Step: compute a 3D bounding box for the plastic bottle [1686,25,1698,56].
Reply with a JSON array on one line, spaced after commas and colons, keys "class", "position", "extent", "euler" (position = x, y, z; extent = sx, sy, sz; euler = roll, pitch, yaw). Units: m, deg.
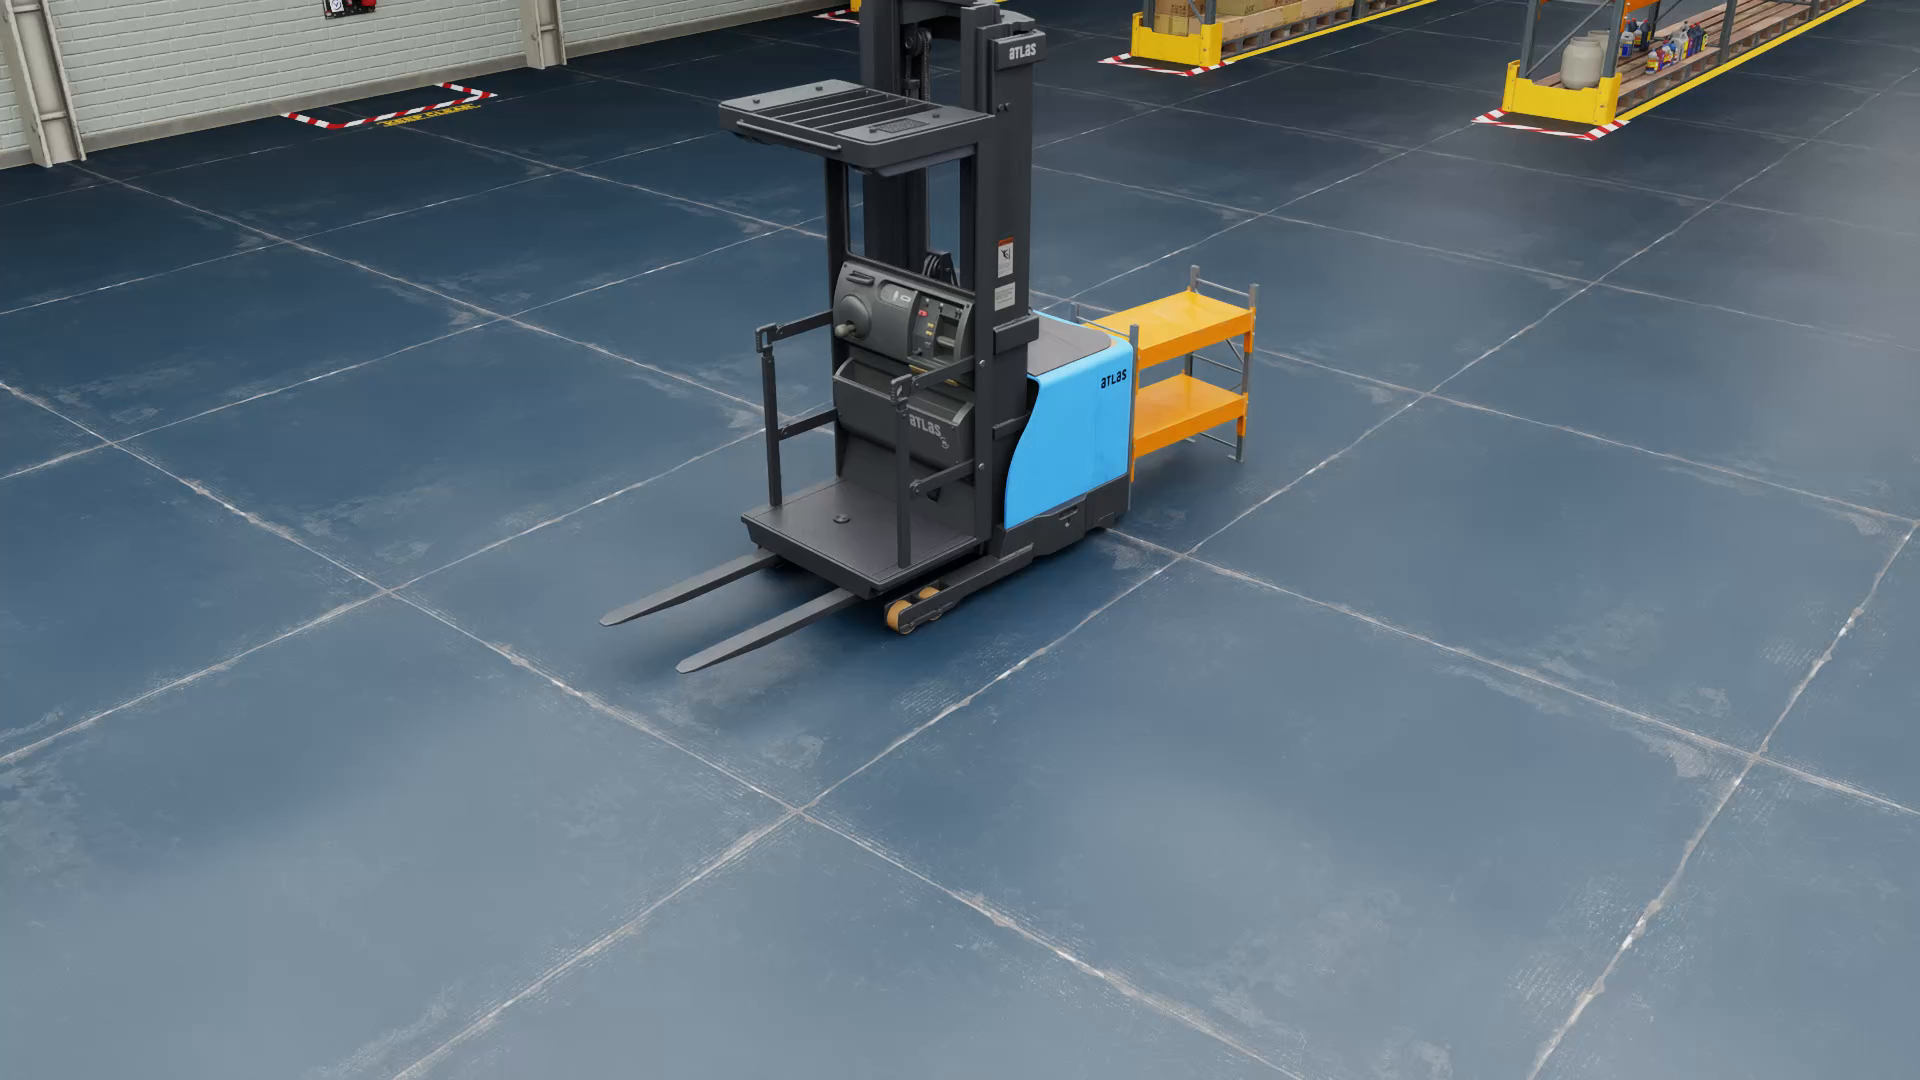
[{"class": "plastic bottle", "position": [8.784, -6.017, 20.020], "extent": [0.144, 0.351, 0.185], "euler": [19, 33, 32]}]

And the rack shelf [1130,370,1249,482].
[{"class": "rack shelf", "position": [1.182, -0.692, 9.896], "extent": [1.000, 0.278, 0.538], "euler": [-22, 35, -36]}]

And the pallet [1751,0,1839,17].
[{"class": "pallet", "position": [12.107, -7.850, 24.194], "extent": [1.003, 0.211, 1.213], "euler": [21, 34, 34]}]

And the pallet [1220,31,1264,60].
[{"class": "pallet", "position": [3.183, -6.454, 21.496], "extent": [1.003, 0.211, 1.213], "euler": [21, 34, 34]}]

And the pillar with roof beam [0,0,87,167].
[{"class": "pillar with roof beam", "position": [-5.629, -6.508, 12.037], "extent": [9.100, 9.000, 0.400], "euler": [21, 34, 34]}]

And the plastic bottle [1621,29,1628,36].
[{"class": "plastic bottle", "position": [8.075, -6.067, 20.204], "extent": [0.097, 0.271, 0.097], "euler": [0, 27, 0]}]

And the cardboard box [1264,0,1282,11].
[{"class": "cardboard box", "position": [3.866, -7.191, 21.606], "extent": [0.500, 0.500, 0.500], "euler": [21, 34, 34]}]

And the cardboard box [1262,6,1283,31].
[{"class": "cardboard box", "position": [3.875, -6.855, 21.772], "extent": [0.500, 0.250, 0.500], "euler": [21, 34, 34]}]

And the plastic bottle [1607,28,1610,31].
[{"class": "plastic bottle", "position": [7.751, -5.949, 19.889], "extent": [0.144, 0.351, 0.185], "euler": [22, 35, 36]}]

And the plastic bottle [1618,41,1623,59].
[{"class": "plastic bottle", "position": [7.872, -5.863, 19.885], "extent": [0.097, 0.201, 0.097], "euler": [0, 27, 0]}]

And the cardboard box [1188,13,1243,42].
[{"class": "cardboard box", "position": [3.242, -6.499, 21.085], "extent": [0.500, 0.250, 0.500], "euler": [21, 34, 34]}]

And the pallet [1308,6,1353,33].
[{"class": "pallet", "position": [4.735, -7.319, 23.168], "extent": [1.003, 0.211, 1.213], "euler": [21, 34, 34]}]

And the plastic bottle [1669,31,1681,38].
[{"class": "plastic bottle", "position": [8.653, -6.018, 20.103], "extent": [0.152, 0.276, 0.135], "euler": [21, 34, 34]}]

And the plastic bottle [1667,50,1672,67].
[{"class": "plastic bottle", "position": [8.287, -5.657, 19.486], "extent": [0.097, 0.201, 0.097], "euler": [0, 27, 0]}]

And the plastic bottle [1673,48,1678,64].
[{"class": "plastic bottle", "position": [8.418, -5.729, 19.627], "extent": [0.097, 0.201, 0.097], "euler": [0, 27, 0]}]

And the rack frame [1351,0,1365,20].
[{"class": "rack frame", "position": [5.273, -8.827, 23.049], "extent": [1.000, 3.000, 0.127], "euler": [21, 34, 34]}]

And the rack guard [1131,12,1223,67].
[{"class": "rack guard", "position": [2.714, -6.290, 20.865], "extent": [1.175, 0.500, 0.348], "euler": [21, 34, 34]}]

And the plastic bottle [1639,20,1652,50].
[{"class": "plastic bottle", "position": [8.371, -6.190, 20.355], "extent": [0.144, 0.351, 0.185], "euler": [21, 34, 34]}]

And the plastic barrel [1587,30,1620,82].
[{"class": "plastic barrel", "position": [7.227, -5.475, 18.819], "extent": [0.421, 0.512, 0.421], "euler": [0, 27, 0]}]

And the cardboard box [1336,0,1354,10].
[{"class": "cardboard box", "position": [5.147, -7.564, 23.143], "extent": [0.500, 0.250, 0.500], "euler": [21, 34, 34]}]

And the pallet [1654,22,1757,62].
[{"class": "pallet", "position": [9.563, -6.430, 21.449], "extent": [1.003, 0.211, 1.213], "euler": [21, 34, 34]}]

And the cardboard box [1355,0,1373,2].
[{"class": "cardboard box", "position": [5.721, -7.863, 23.721], "extent": [0.500, 0.250, 0.500], "euler": [20, 33, 33]}]

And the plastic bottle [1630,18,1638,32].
[{"class": "plastic bottle", "position": [8.259, -6.232, 20.437], "extent": [0.144, 0.351, 0.185], "euler": [22, 34, 36]}]

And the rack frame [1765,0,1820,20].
[{"class": "rack frame", "position": [11.637, -8.797, 22.989], "extent": [1.000, 3.000, 0.127], "euler": [21, 34, 34]}]

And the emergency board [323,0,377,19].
[{"class": "emergency board", "position": [-6.736, -6.364, 18.288], "extent": [0.194, 1.169, 0.643], "euler": [21, 34, 34]}]

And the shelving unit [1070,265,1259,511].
[{"class": "shelving unit", "position": [1.182, -0.909, 9.783], "extent": [1.048, 1.125, 0.538], "euler": [-22, 35, -36]}]

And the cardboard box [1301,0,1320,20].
[{"class": "cardboard box", "position": [4.515, -7.208, 22.455], "extent": [0.500, 0.250, 0.500], "euler": [21, 34, 34]}]

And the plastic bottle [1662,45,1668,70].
[{"class": "plastic bottle", "position": [8.160, -5.617, 19.334], "extent": [0.097, 0.271, 0.097], "euler": [0, 27, 0]}]

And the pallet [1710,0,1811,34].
[{"class": "pallet", "position": [11.115, -7.295, 23.121], "extent": [1.003, 0.211, 1.213], "euler": [21, 34, 34]}]

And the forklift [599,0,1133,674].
[{"class": "forklift", "position": [-0.440, -1.098, 8.182], "extent": [1.130, 2.935, 3.031], "euler": [24, 36, 39]}]

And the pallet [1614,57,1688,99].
[{"class": "pallet", "position": [7.858, -5.479, 19.612], "extent": [1.003, 0.211, 1.213], "euler": [21, 34, 34]}]

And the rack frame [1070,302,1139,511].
[{"class": "rack frame", "position": [0.801, -0.755, 9.484], "extent": [0.032, 1.125, 0.500], "euler": [-22, 35, -36]}]

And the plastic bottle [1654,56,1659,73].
[{"class": "plastic bottle", "position": [8.008, -5.501, 19.186], "extent": [0.097, 0.201, 0.097], "euler": [0, 27, 0]}]

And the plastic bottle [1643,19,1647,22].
[{"class": "plastic bottle", "position": [8.552, -6.377, 20.803], "extent": [0.097, 0.271, 0.097], "euler": [0, 27, 0]}]

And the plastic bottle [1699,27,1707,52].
[{"class": "plastic bottle", "position": [9.042, -6.100, 20.255], "extent": [0.061, 0.283, 0.133], "euler": [23, 35, 37]}]

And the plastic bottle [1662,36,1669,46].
[{"class": "plastic bottle", "position": [8.389, -5.847, 19.765], "extent": [0.061, 0.283, 0.133], "euler": [21, 34, 34]}]

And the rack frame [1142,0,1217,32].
[{"class": "rack frame", "position": [2.729, -7.409, 20.307], "extent": [1.000, 3.000, 0.127], "euler": [21, 34, 34]}]

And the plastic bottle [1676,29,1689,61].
[{"class": "plastic bottle", "position": [8.578, -5.902, 19.798], "extent": [0.144, 0.351, 0.185], "euler": [21, 34, 34]}]

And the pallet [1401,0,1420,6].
[{"class": "pallet", "position": [6.487, -8.296, 25.056], "extent": [1.003, 0.211, 1.213], "euler": [21, 34, 34]}]

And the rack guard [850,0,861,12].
[{"class": "rack guard", "position": [-1.048, -7.772, 23.730], "extent": [1.175, 0.500, 0.348], "euler": [21, 34, 34]}]
